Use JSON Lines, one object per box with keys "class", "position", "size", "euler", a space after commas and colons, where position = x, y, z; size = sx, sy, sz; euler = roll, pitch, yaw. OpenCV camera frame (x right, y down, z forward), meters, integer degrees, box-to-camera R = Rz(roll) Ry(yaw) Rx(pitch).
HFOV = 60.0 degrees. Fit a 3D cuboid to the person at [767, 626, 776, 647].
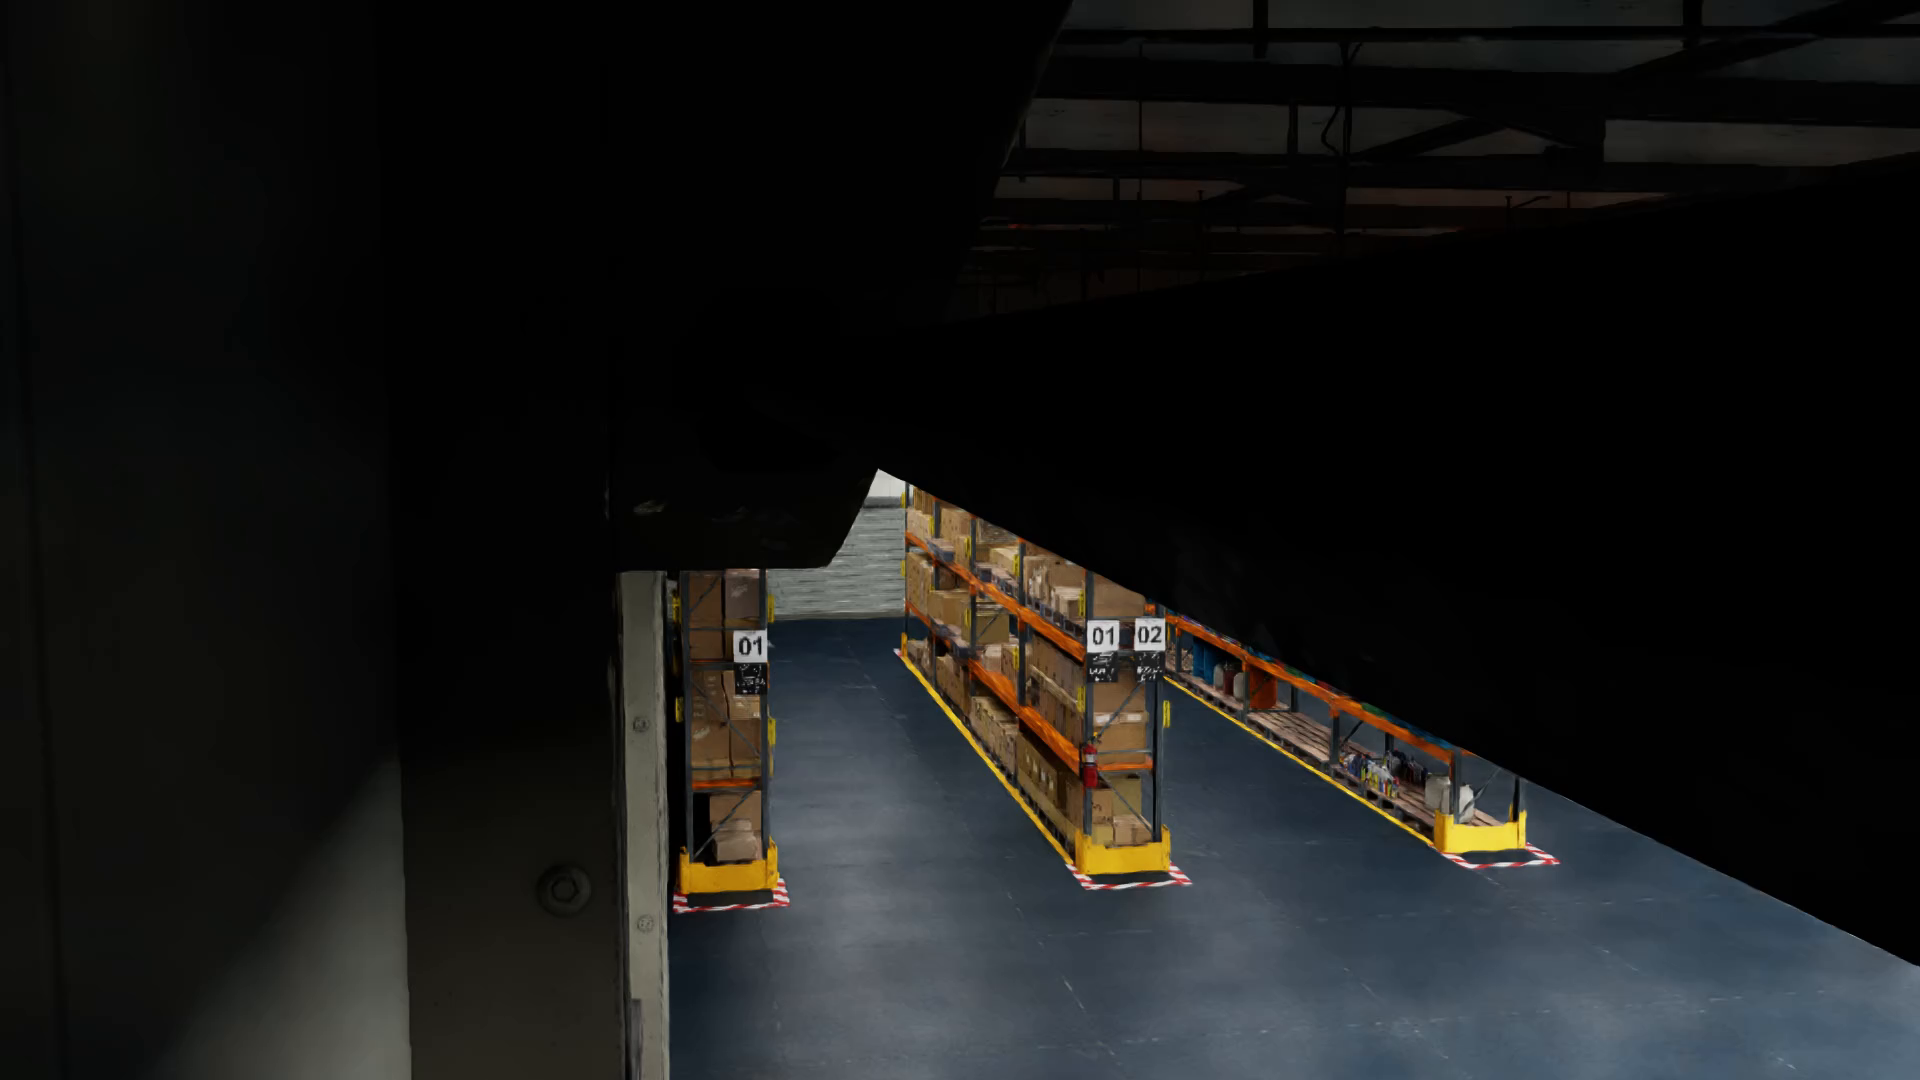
{"class": "person", "position": [-4.516, 1.614, 37.382], "size": [0.523, 1.672, 0.687], "euler": [3, 6, 24]}
